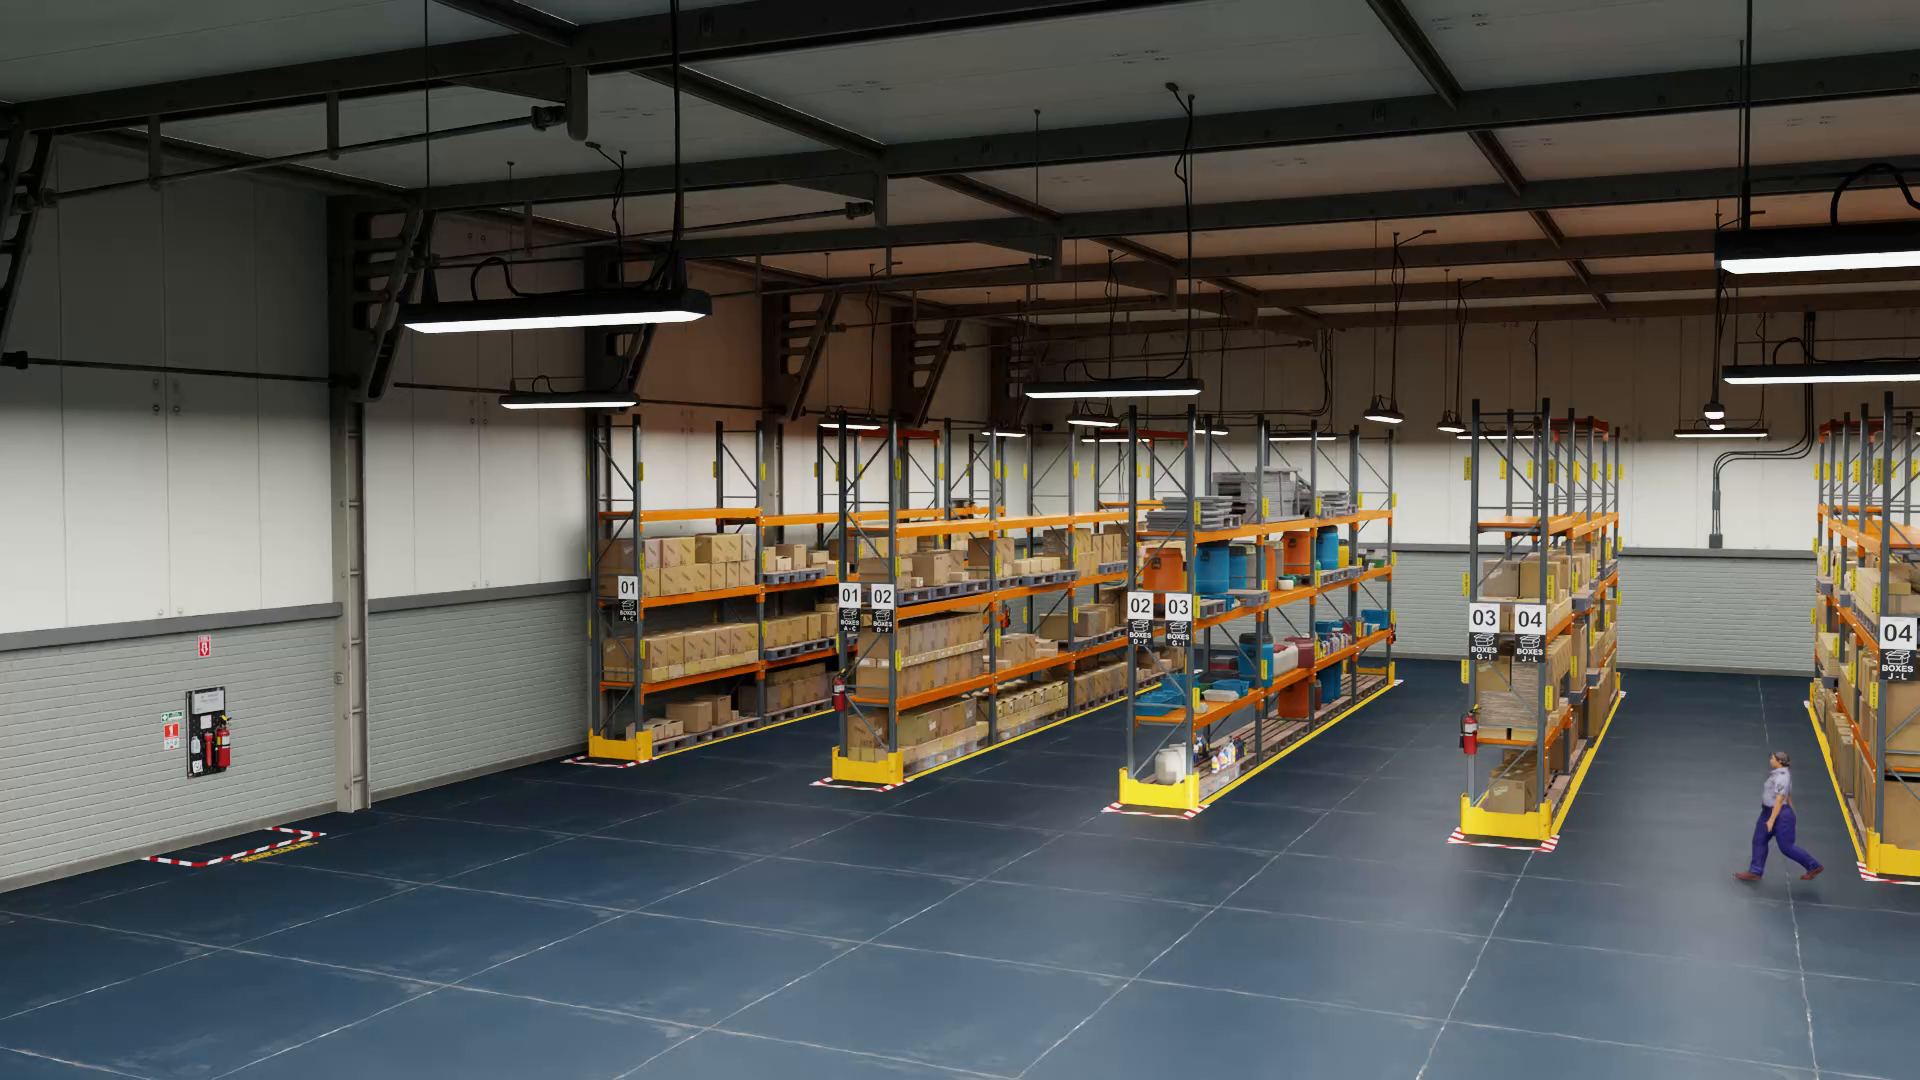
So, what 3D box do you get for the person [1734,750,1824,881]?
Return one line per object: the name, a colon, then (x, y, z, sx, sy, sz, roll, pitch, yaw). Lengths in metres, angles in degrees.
person: (9.968, 3.358, 20.194, 0.926, 1.615, 0.467, 0, 2, 2)
